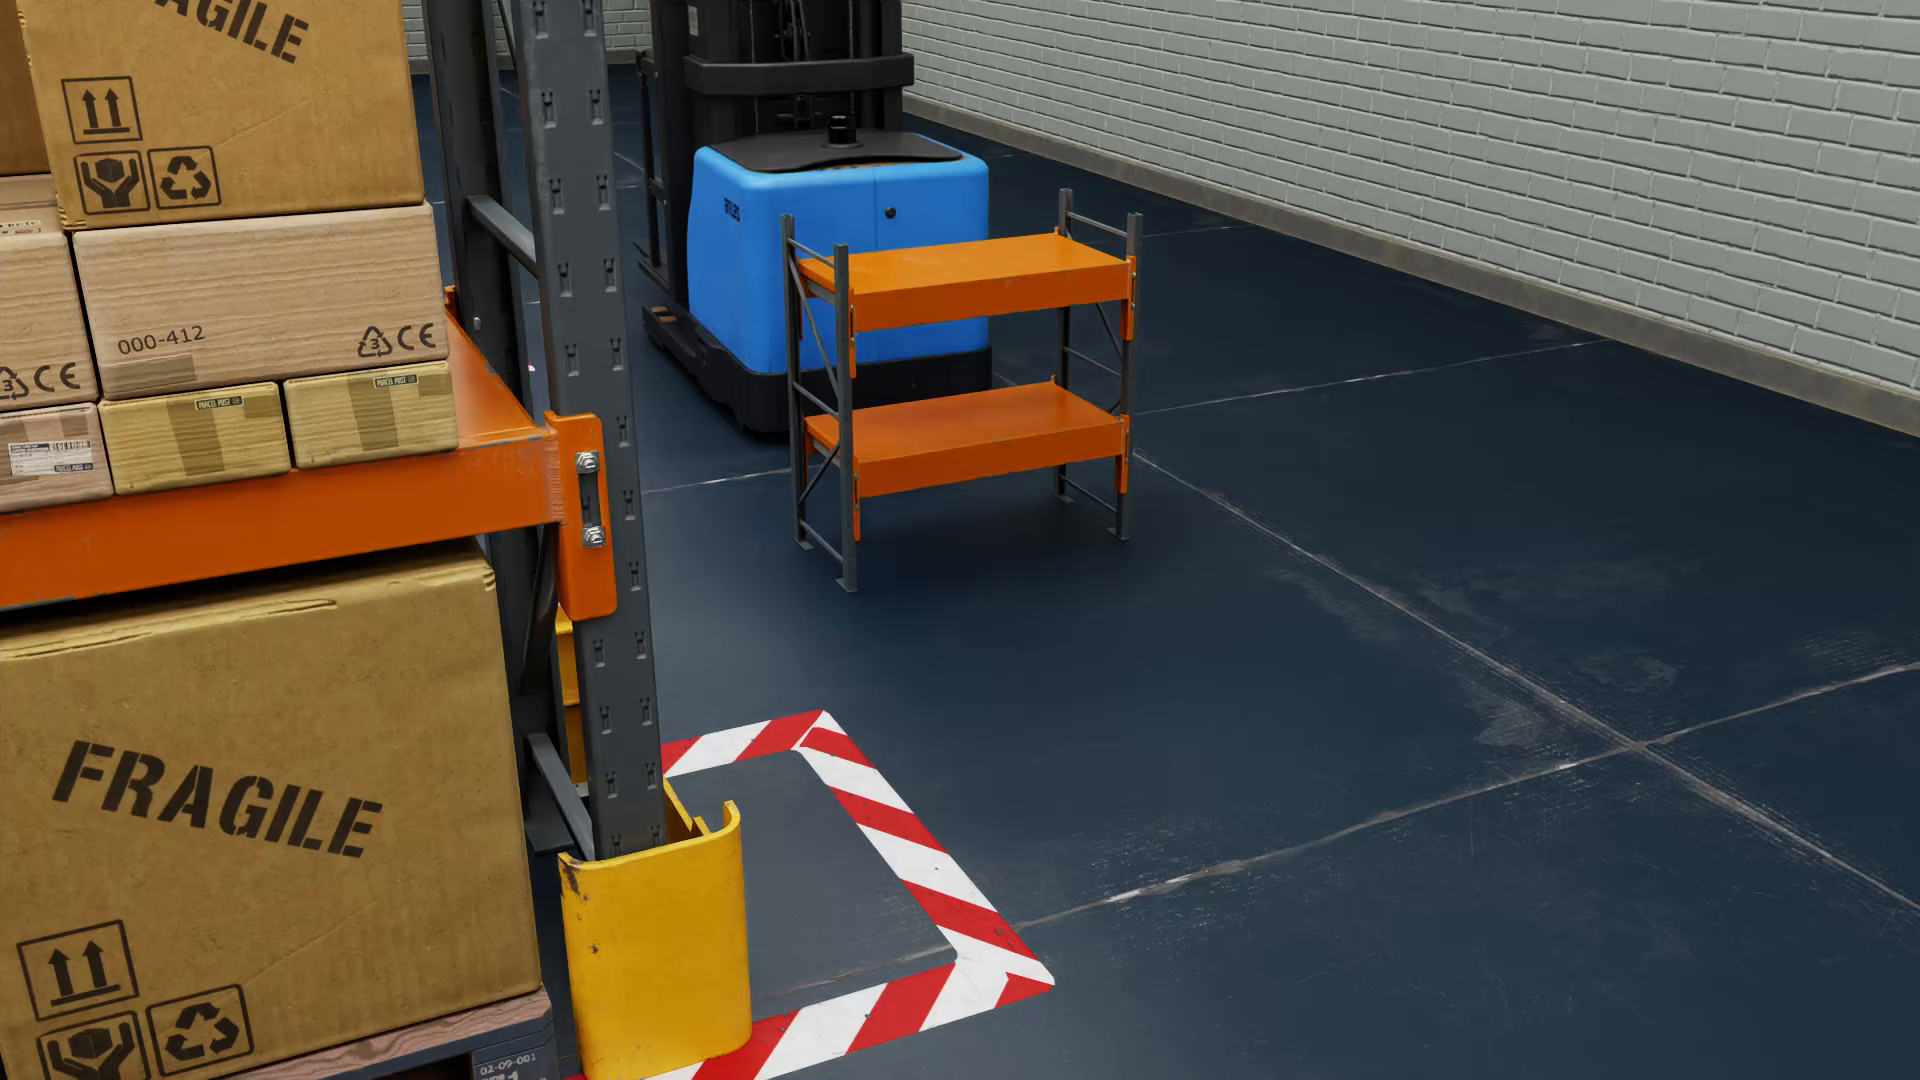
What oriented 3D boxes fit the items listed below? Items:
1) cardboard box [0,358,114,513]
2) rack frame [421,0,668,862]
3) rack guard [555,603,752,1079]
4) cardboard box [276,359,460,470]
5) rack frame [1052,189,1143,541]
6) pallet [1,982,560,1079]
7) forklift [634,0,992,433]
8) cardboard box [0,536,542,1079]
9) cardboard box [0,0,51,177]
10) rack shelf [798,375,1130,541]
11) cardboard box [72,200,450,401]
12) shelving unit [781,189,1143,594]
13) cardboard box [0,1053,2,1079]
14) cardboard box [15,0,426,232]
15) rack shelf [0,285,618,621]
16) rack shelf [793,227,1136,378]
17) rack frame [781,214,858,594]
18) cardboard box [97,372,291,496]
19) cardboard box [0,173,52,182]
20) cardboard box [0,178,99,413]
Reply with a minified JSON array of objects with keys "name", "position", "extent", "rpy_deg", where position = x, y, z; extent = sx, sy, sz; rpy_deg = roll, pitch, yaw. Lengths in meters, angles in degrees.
[{"name":"cardboard box","position":[-1.466,-0.176,2.582],"extent":[0.250,0.149,0.380],"rpy_deg":[-10,25,-23]},{"name":"rack frame","position":[-0.826,-0.550,3.156],"extent":[0.127,3.000,1.000],"rpy_deg":[-10,25,-24]},{"name":"rack guard","position":[-0.805,0.601,3.644],"extent":[0.348,0.500,1.175],"rpy_deg":[-10,25,-24]},{"name":"cardboard box","position":[-1.004,-0.261,2.788],"extent":[0.250,0.149,0.380],"rpy_deg":[-10,24,-23]},{"name":"rack frame","position":[0.464,-0.605,5.741],"extent":[0.032,1.125,0.500],"rpy_deg":[-10,25,-24]},{"name":"pallet","position":[-1.513,0.898,3.304],"extent":[1.213,0.211,1.003],"rpy_deg":[-10,25,-24]},{"name":"forklift","position":[-0.899,-2.312,7.503],"extent":[1.130,2.935,3.031],"rpy_deg":[-9,24,-21]},{"name":"cardboard box","position":[-1.368,0.372,3.159],"extent":[0.875,0.875,0.875],"rpy_deg":[-10,25,-24]},{"name":"cardboard box","position":[-1.826,-0.895,2.817],"extent":[0.500,0.500,0.500],"rpy_deg":[-11,25,-25]},{"name":"rack shelf","position":[0.006,-0.295,5.631],"extent":[1.000,0.278,0.538],"rpy_deg":[-10,25,-24]},{"name":"cardboard box","position":[-1.148,-0.446,2.713],"extent":[0.500,0.250,0.500],"rpy_deg":[-11,25,-24]},{"name":"shelving unit","position":[0.006,-0.521,5.538],"extent":[1.048,1.125,0.538],"rpy_deg":[-10,25,-24]},{"name":"cardboard box","position":[-2.188,0.523,2.795],"extent":[0.875,0.875,0.875],"rpy_deg":[-10,25,-24]},{"name":"cardboard box","position":[-1.151,-0.793,2.571],"extent":[0.500,0.500,0.500],"rpy_deg":[-10,25,-23]},{"name":"rack shelf","position":[-2.628,0.114,2.493],"extent":[4.000,0.370,1.077],"rpy_deg":[-10,25,-24]},{"name":"rack shelf","position":[0.006,-0.791,5.426],"extent":[1.000,0.278,0.538],"rpy_deg":[-10,25,-24]},{"name":"rack frame","position":[-0.452,-0.437,5.334],"extent":[0.032,1.125,0.500],"rpy_deg":[-10,25,-24]},{"name":"cardboard box","position":[-1.238,-0.218,2.682],"extent":[0.250,0.149,0.380],"rpy_deg":[-10,25,-23]},{"name":"cardboard box","position":[-1.841,-0.543,2.947],"extent":[0.500,0.250,0.500],"rpy_deg":[-11,25,-24]},{"name":"cardboard box","position":[-1.605,-0.362,2.510],"extent":[0.500,0.250,0.500],"rpy_deg":[-11,25,-25]}]
